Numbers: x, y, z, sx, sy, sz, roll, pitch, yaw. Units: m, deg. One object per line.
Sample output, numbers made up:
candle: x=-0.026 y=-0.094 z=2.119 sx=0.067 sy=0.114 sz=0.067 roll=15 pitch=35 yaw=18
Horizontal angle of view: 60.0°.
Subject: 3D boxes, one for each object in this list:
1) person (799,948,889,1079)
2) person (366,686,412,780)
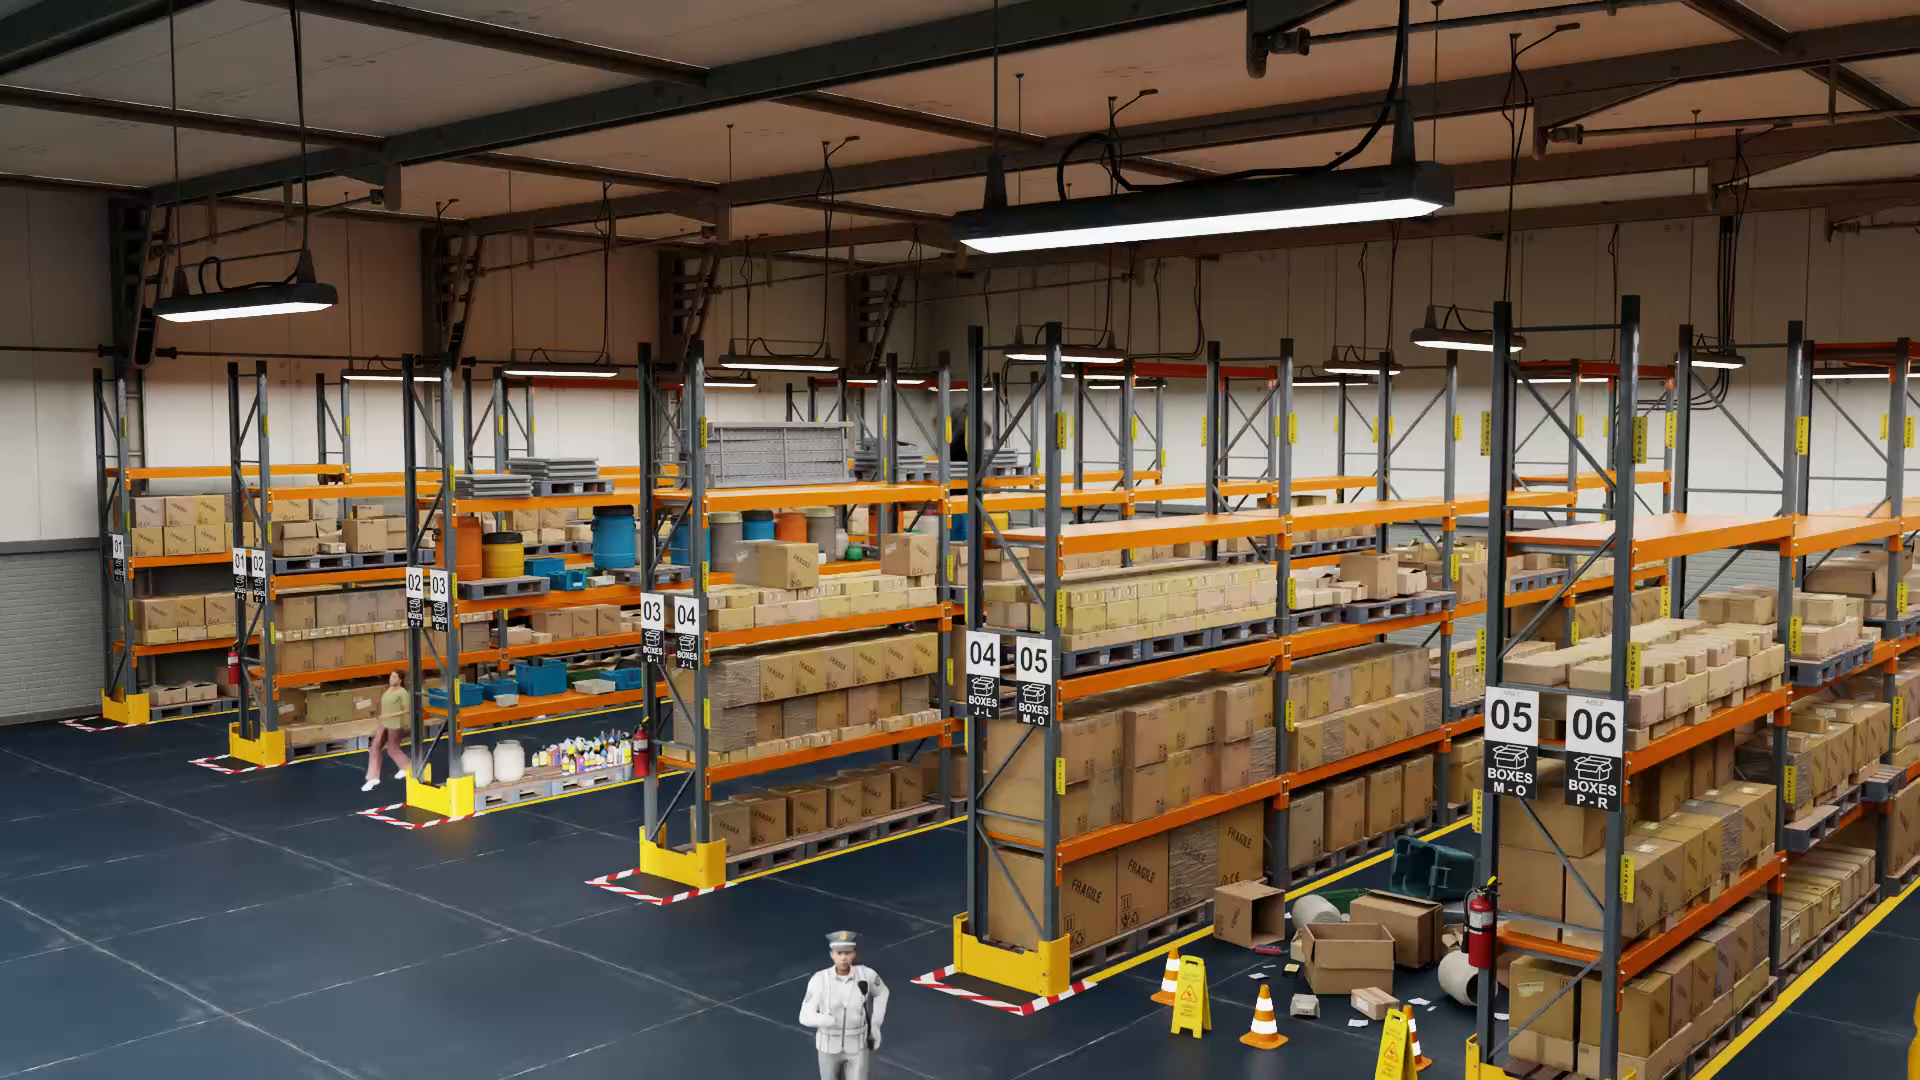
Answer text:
person: x=-0.782 y=3.499 z=11.259 sx=0.599 sy=1.700 sz=0.743 roll=0 pitch=4 yaw=-2
person: x=-7.885 y=2.687 z=23.239 sx=0.532 sy=1.301 sz=0.748 roll=3 pitch=5 yaw=31
